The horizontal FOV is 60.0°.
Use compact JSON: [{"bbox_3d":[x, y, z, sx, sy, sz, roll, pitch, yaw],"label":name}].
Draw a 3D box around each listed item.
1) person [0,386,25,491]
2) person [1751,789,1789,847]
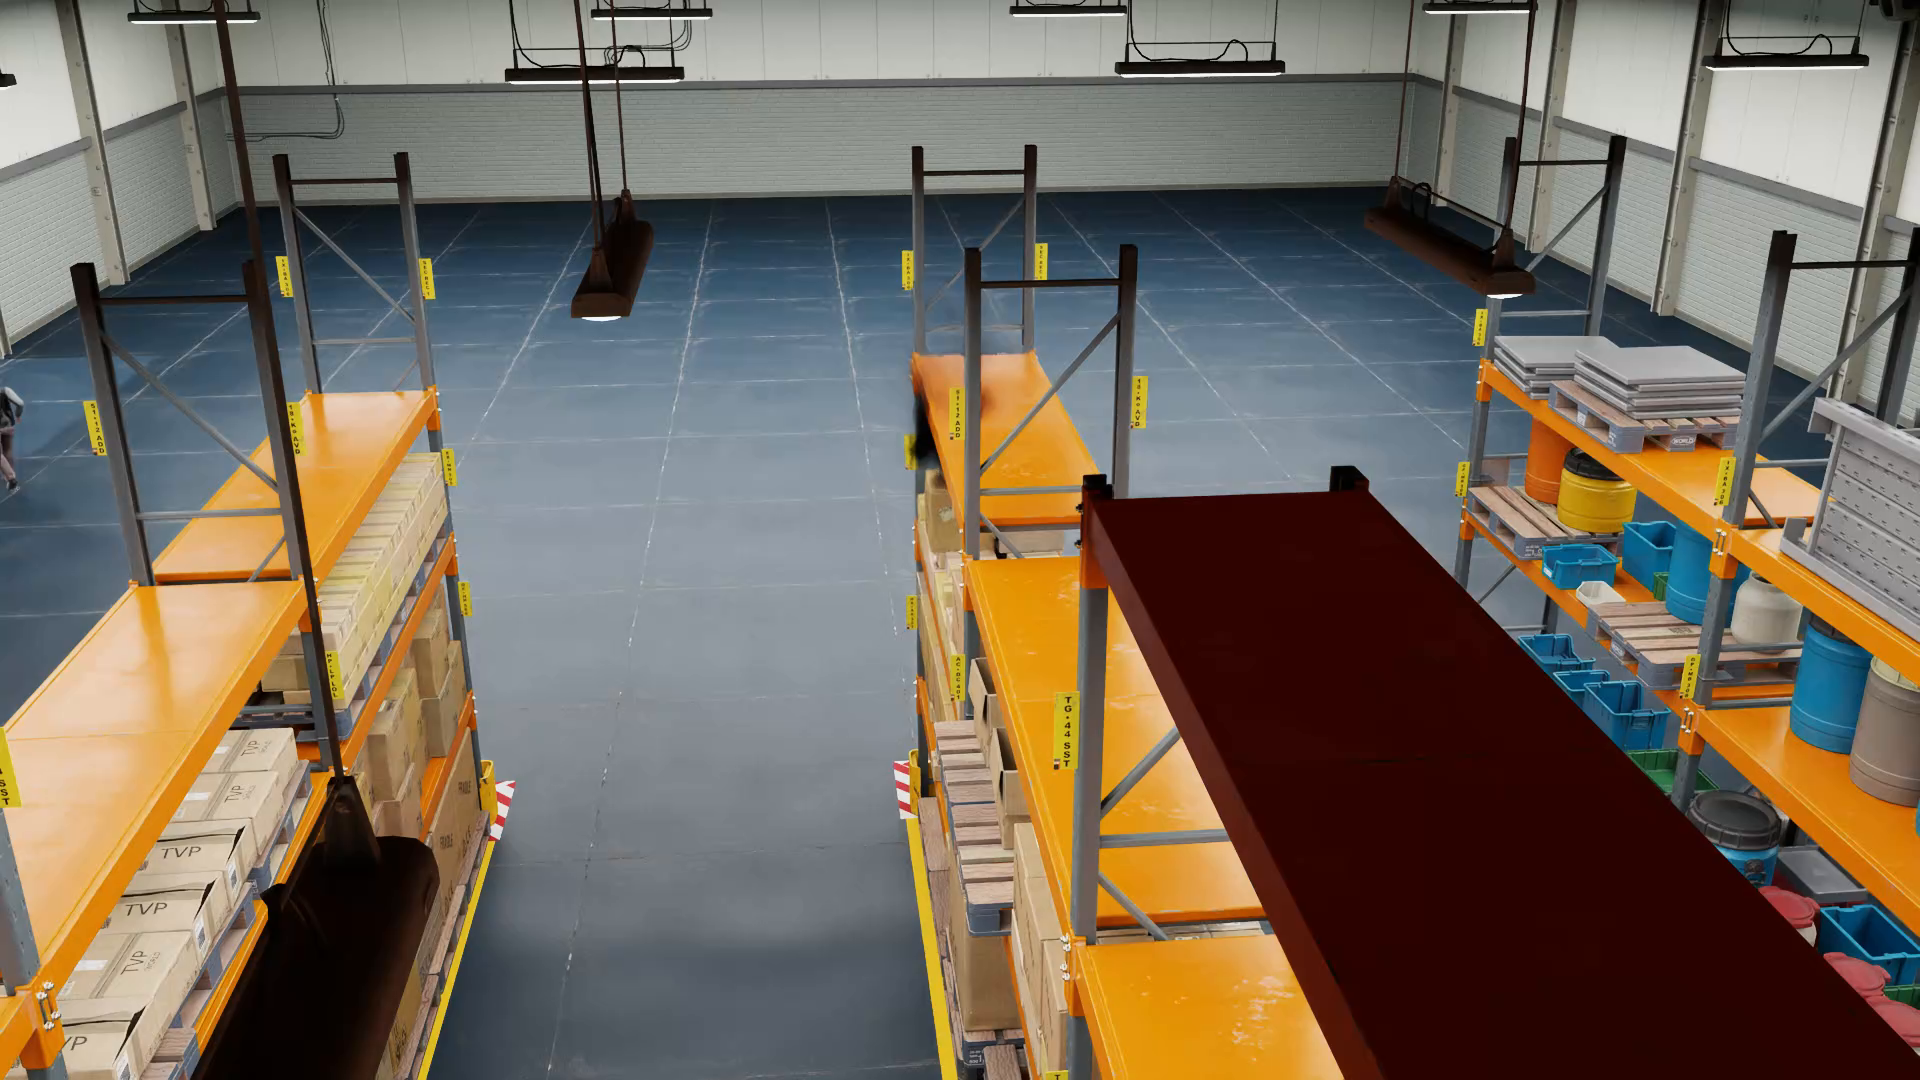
[{"bbox_3d":[-13.368,-1.537,23.124,0.966,1.710,0.655,19,28,39],"label":"person"},{"bbox_3d":[6.767,2.246,13.639,0.661,1.758,0.792,-4,22,-11],"label":"person"}]
